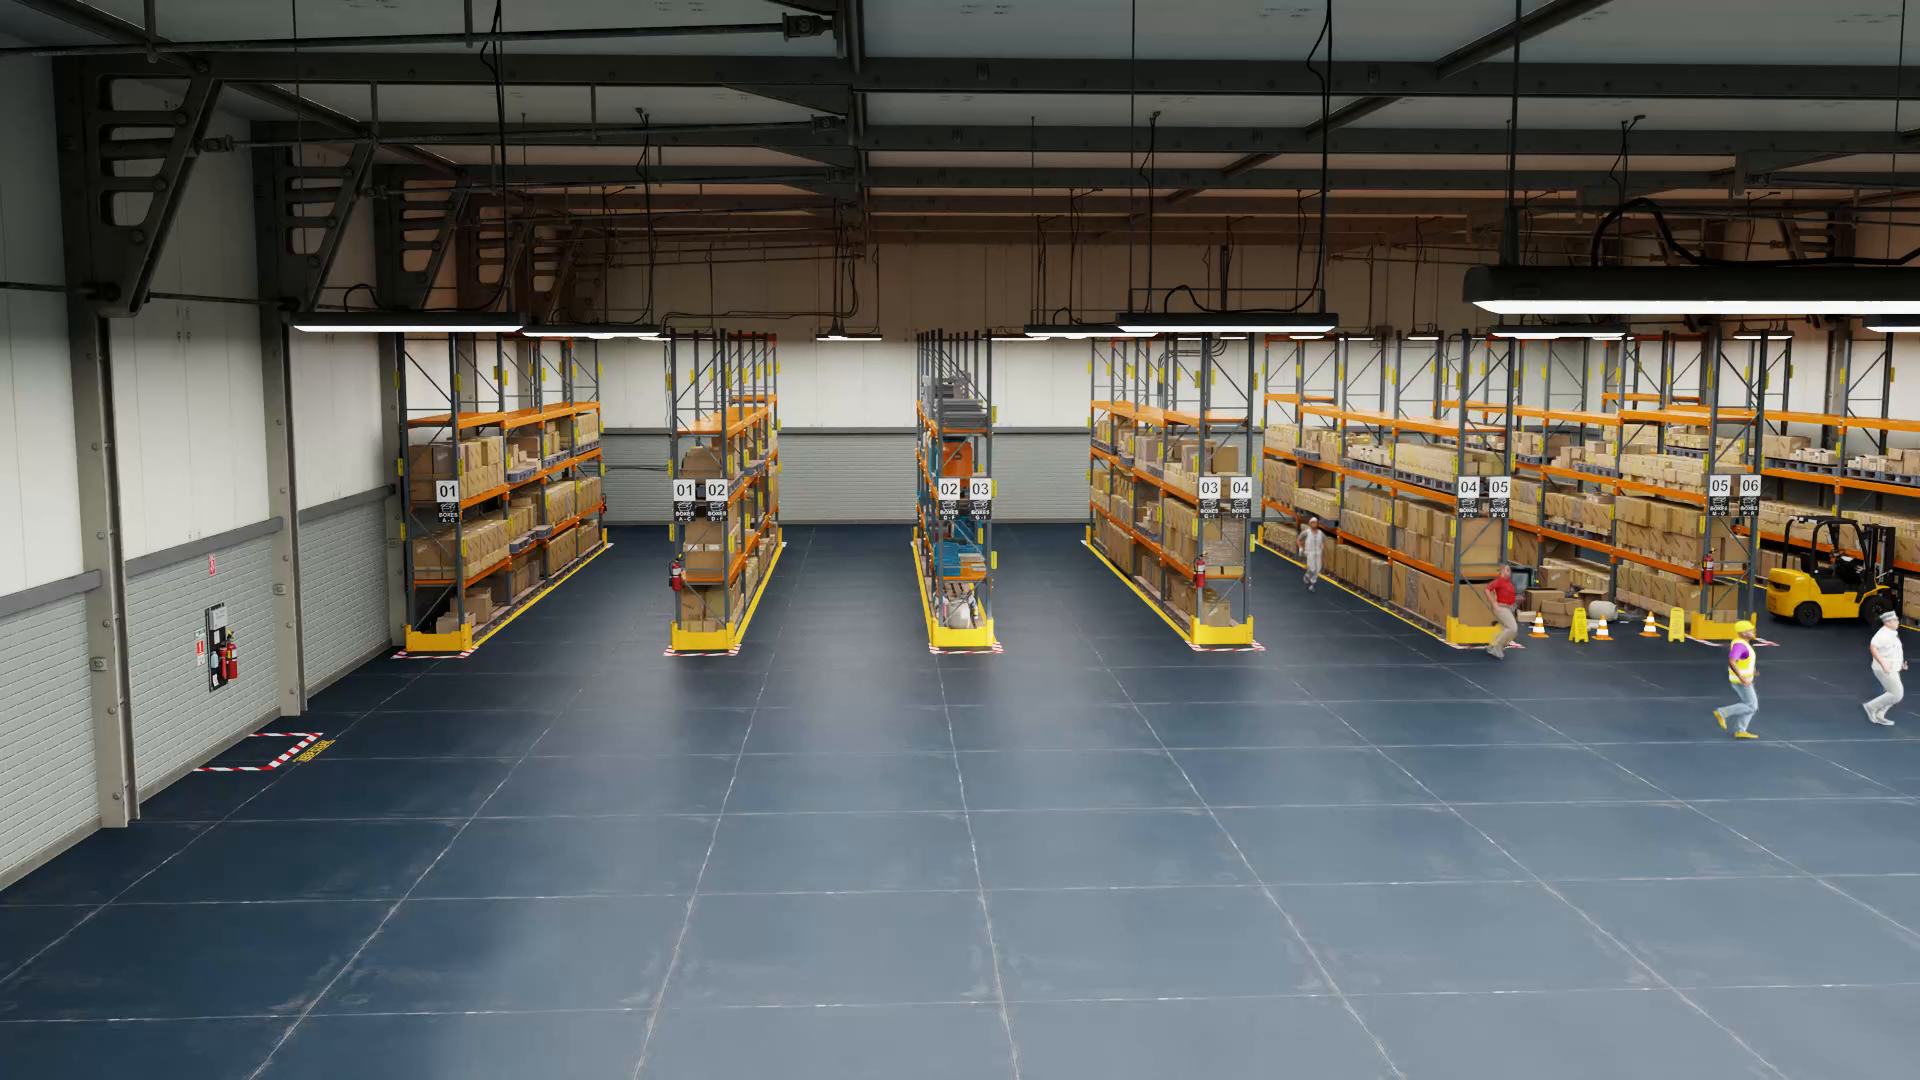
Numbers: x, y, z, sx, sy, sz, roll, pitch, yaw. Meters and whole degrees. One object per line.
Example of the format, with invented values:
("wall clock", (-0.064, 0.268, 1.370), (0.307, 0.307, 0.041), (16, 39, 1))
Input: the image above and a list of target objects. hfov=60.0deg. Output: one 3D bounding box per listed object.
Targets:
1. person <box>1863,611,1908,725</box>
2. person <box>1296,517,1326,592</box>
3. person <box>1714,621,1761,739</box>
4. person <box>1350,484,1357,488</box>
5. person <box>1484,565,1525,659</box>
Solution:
("person", (13.930, 1.917, 24.992), (0.526, 1.743, 0.668), (5, 9, 38))
("person", (8.117, 0.351, 38.147), (0.645, 1.741, 0.606), (-1, 7, -10))
("person", (11.338, 2.031, 24.228), (0.603, 1.728, 0.722), (3, 7, 23))
("person", (11.733, -0.866, 49.358), (0.680, 1.595, 0.567), (0, 7, -2))
("person", (9.952, 1.310, 30.314), (0.682, 1.722, 0.638), (5, 9, 38))
